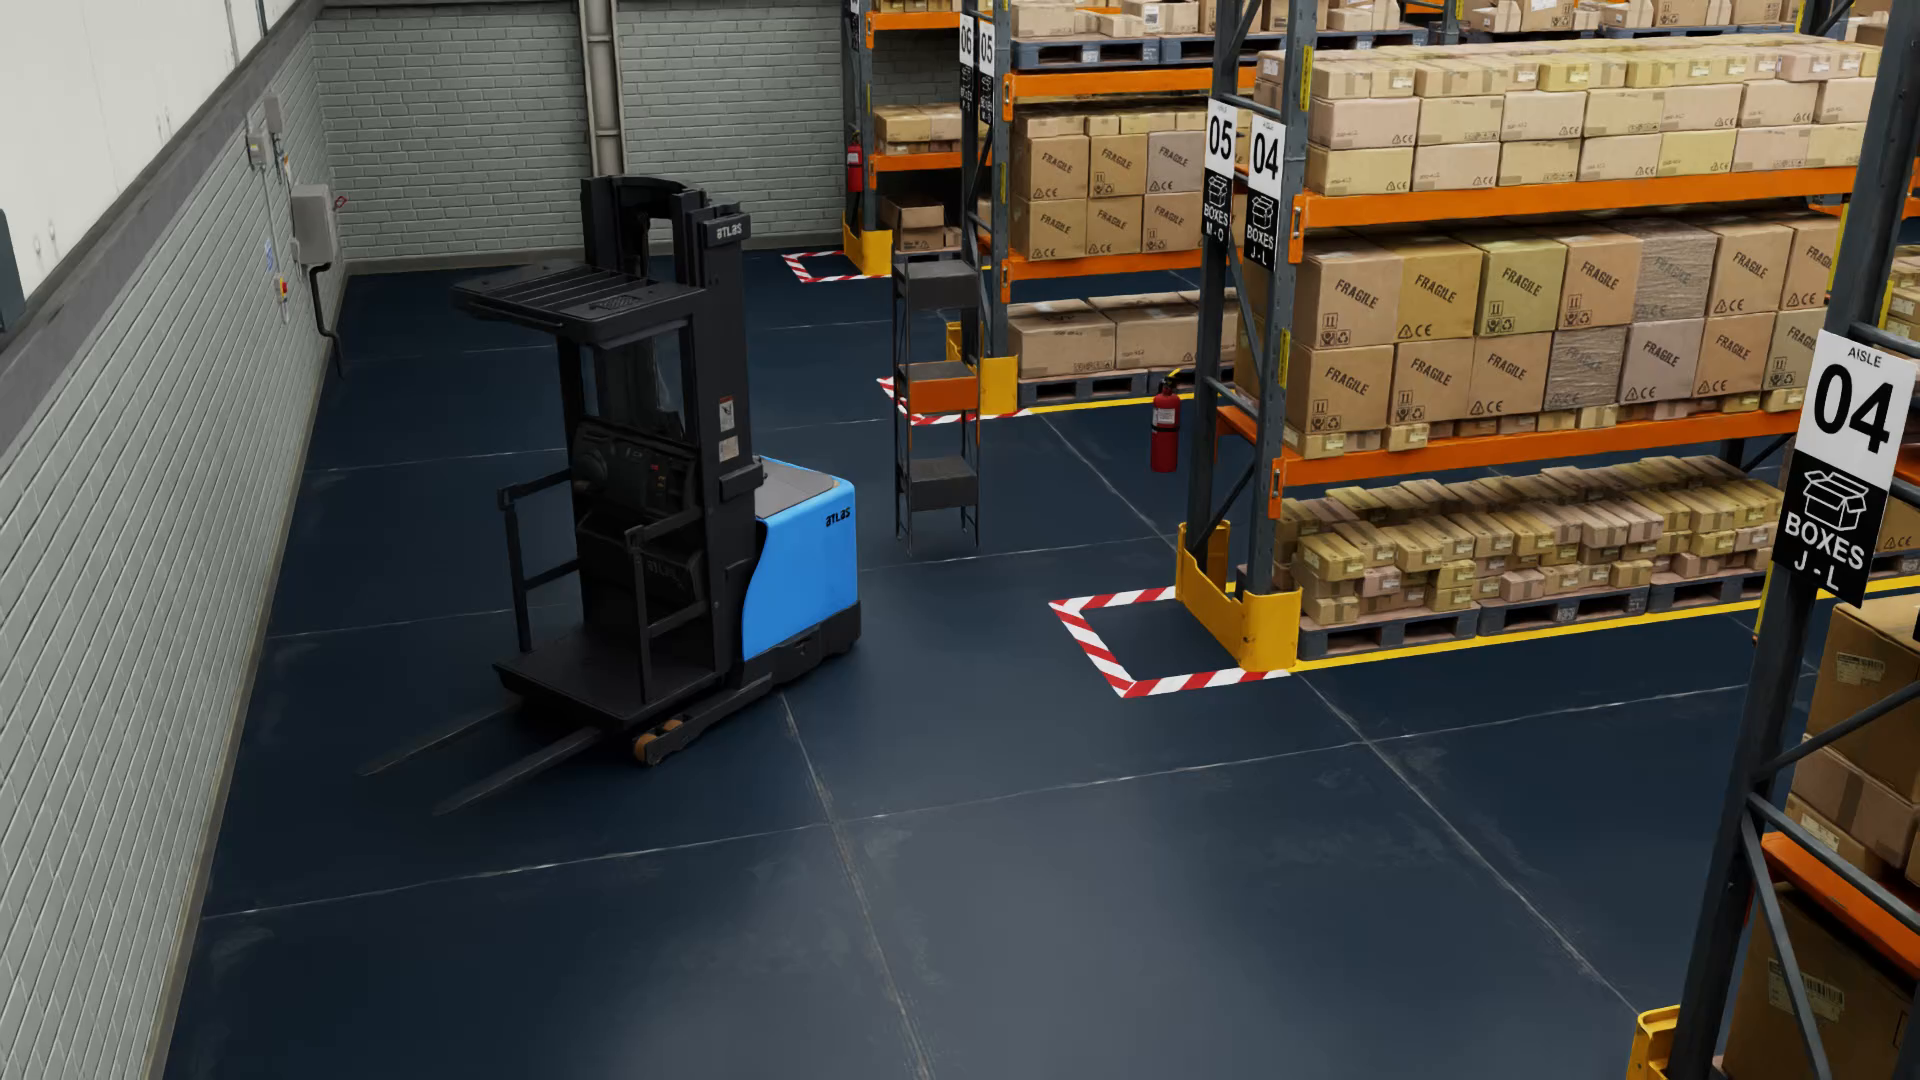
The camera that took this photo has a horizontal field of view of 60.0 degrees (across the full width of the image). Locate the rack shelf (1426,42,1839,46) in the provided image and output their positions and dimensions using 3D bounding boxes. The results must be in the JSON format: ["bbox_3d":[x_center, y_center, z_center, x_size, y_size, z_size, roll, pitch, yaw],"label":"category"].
[{"bbox_3d":[5.984,-4.370,15.238,4.000,0.370,1.077,-6,24,-14],"label":"rack shelf"}]

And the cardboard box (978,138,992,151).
[{"bbox_3d":[0.244,-4.502,18.757,0.250,0.149,0.380,-6,24,-14],"label":"cardboard box"}]

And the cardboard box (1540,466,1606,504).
[{"bbox_3d":[4.082,-0.353,11.098,0.250,0.149,0.380,-6,24,-13],"label":"cardboard box"}]

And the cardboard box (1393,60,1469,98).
[{"bbox_3d":[2.546,-2.506,9.033,0.250,0.149,0.380,-6,24,-14],"label":"cardboard box"}]

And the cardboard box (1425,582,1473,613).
[{"bbox_3d":[2.975,0.295,10.341,0.250,0.149,0.380,-6,24,-14],"label":"cardboard box"}]

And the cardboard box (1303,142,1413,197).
[{"bbox_3d":[2.143,-2.074,9.166,0.500,0.250,0.500,-5,24,-12],"label":"cardboard box"}]

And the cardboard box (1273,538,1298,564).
[{"bbox_3d":[2.073,0.002,10.647,0.250,0.149,0.380,-7,24,-16],"label":"cardboard box"}]

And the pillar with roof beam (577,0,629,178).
[{"bbox_3d":[-2.814,-5.744,13.725,0.400,9.000,9.100,-6,24,-14],"label":"pillar with roof beam"}]

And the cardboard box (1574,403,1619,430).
[{"bbox_3d":[3.795,-0.811,10.156,0.250,0.149,0.380,-6,24,-13],"label":"cardboard box"}]

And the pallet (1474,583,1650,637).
[{"bbox_3d":[3.679,0.258,10.882,1.213,0.211,1.003,-6,24,-14],"label":"pallet"}]

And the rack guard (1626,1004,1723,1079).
[{"bbox_3d":[2.861,2.231,5.916,0.348,0.500,1.175,-6,24,-14],"label":"rack guard"}]

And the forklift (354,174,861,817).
[{"bbox_3d":[-1.895,-0.357,8.865,1.130,2.935,3.031,17,28,34],"label":"forklift"}]

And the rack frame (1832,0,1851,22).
[{"bbox_3d":[7.910,-6.292,15.001,0.127,3.000,1.000,-6,24,-14],"label":"rack frame"}]

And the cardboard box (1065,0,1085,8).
[{"bbox_3d":[1.206,-5.984,18.407,0.250,0.149,0.380,-6,24,-14],"label":"cardboard box"}]

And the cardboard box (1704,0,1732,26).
[{"bbox_3d":[6.678,-4.765,14.884,0.258,0.266,0.396,-7,24,-16],"label":"cardboard box"}]

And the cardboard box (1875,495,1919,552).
[{"bbox_3d":[6.276,-0.262,11.195,0.500,0.500,0.500,-5,24,-12],"label":"cardboard box"}]

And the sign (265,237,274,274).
[{"bbox_3d":[-5.261,-2.172,12.666,0.001,0.218,0.327,-6,24,-14],"label":"sign"}]

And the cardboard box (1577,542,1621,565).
[{"bbox_3d":[3.994,0.008,10.632,0.250,0.149,0.380,-7,24,-17],"label":"cardboard box"}]

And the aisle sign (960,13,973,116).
[{"bbox_3d":[0.054,-3.987,13.942,0.004,0.787,0.394,-6,24,-14],"label":"aisle sign"}]

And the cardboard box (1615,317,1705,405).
[{"bbox_3d":[4.124,-1.157,10.137,0.500,0.500,0.500,-6,24,-15],"label":"cardboard box"}]

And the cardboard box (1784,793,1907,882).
[{"bbox_3d":[3.138,1.032,5.859,0.250,0.149,0.380,-6,24,-13],"label":"cardboard box"}]

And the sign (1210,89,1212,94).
[{"bbox_3d":[2.868,-5.185,18.933,0.005,0.325,0.100,-6,24,-14],"label":"sign"}]

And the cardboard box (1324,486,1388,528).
[{"bbox_3d":[2.555,-0.204,10.749,0.250,0.149,0.380,-7,24,-16],"label":"cardboard box"}]

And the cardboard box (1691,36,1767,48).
[{"bbox_3d":[4.650,-2.959,10.089,0.250,0.149,0.380,-7,24,-15],"label":"cardboard box"}]

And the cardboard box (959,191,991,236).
[{"bbox_3d":[0.311,-3.716,19.245,0.500,0.500,0.700,-5,24,-12],"label":"cardboard box"}]

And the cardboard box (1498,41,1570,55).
[{"bbox_3d":[3.370,-2.839,9.809,0.250,0.149,0.380,-7,24,-16],"label":"cardboard box"}]

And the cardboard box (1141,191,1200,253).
[{"bbox_3d":[1.721,-2.782,14.304,0.500,0.500,0.500,-6,24,-15],"label":"cardboard box"}]

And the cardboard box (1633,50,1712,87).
[{"bbox_3d":[4.027,-2.678,9.433,0.250,0.149,0.380,-6,24,-15],"label":"cardboard box"}]

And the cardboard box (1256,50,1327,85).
[{"bbox_3d":[1.882,-2.683,9.446,0.250,0.149,0.380,-7,24,-15],"label":"cardboard box"}]

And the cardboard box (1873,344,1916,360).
[{"bbox_3d":[5.996,-1.185,10.494,0.250,0.149,0.380,-7,24,-17],"label":"cardboard box"}]

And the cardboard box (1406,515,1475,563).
[{"bbox_3d":[2.964,-0.008,10.293,0.250,0.149,0.380,-8,24,-17],"label":"cardboard box"}]

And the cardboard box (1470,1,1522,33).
[{"bbox_3d":[4.635,-4.539,14.358,0.258,0.266,0.396,-7,24,-15],"label":"cardboard box"}]

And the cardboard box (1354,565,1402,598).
[{"bbox_3d":[2.494,0.200,10.185,0.250,0.149,0.380,-6,24,-15],"label":"cardboard box"}]

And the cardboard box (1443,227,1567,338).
[{"bbox_3d":[3.137,-1.506,9.684,0.500,0.500,0.500,-7,24,-16],"label":"cardboard box"}]

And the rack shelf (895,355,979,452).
[{"bbox_3d":[-0.159,-0.935,11.300,0.480,0.518,0.431,-6,24,-14],"label":"rack shelf"}]

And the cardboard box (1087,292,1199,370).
[{"bbox_3d":[1.695,-1.907,15.107,0.875,0.438,0.875,-6,24,-13],"label":"cardboard box"}]

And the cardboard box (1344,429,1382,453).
[{"bbox_3d":[2.276,-0.651,9.783,0.250,0.149,0.380,-5,24,-12],"label":"cardboard box"}]

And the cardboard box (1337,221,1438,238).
[{"bbox_3d":[2.503,-1.653,10.027,0.500,0.500,0.500,-7,24,-16],"label":"cardboard box"}]

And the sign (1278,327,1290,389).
[{"bbox_3d":[1.788,-1.006,9.192,0.005,0.325,0.100,-6,24,-14],"label":"sign"}]

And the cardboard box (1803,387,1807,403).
[{"bbox_3d":[5.281,-1.005,10.608,0.250,0.149,0.380,-7,24,-15],"label":"cardboard box"}]

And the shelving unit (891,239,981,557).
[{"bbox_3d":[-0.159,-0.947,11.295,0.503,2.100,0.431,-6,24,-14],"label":"shelving unit"}]

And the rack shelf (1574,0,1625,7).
[{"bbox_3d":[8.491,-6.680,20.622,4.000,0.370,1.077,-6,24,-14],"label":"rack shelf"}]

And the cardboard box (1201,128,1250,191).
[{"bbox_3d":[2.215,-3.300,14.242,0.500,0.500,0.500,-6,24,-14],"label":"cardboard box"}]

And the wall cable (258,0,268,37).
[{"bbox_3d":[-6.110,-6.091,14.487,0.133,3.039,2.988,-6,24,-14],"label":"wall cable"}]

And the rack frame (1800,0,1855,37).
[{"bbox_3d":[5.493,-3.997,9.653,0.127,3.000,1.000,-6,24,-14],"label":"rack frame"}]

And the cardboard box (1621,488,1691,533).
[{"bbox_3d":[4.477,-0.190,10.717,0.250,0.149,0.380,-6,24,-13],"label":"cardboard box"}]

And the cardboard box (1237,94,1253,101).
[{"bbox_3d":[2.468,-3.822,14.636,0.250,0.149,0.380,-6,24,-15],"label":"cardboard box"}]

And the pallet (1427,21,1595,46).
[{"bbox_3d":[4.928,-4.516,14.908,1.217,0.209,0.805,-7,24,-16],"label":"pallet"}]

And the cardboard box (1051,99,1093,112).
[{"bbox_3d":[0.962,-3.696,14.342,0.250,0.149,0.380,-7,24,-15],"label":"cardboard box"}]

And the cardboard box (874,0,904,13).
[{"bbox_3d":[-0.768,-5.775,17.920,0.250,0.149,0.380,-6,24,-13],"label":"cardboard box"}]

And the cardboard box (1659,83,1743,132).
[{"bbox_3d":[4.112,-2.525,9.584,0.500,0.250,0.500,-5,24,-12],"label":"cardboard box"}]

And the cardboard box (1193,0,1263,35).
[{"bbox_3d":[2.189,-4.504,13.852,0.500,0.500,0.500,-6,24,-13],"label":"cardboard box"}]

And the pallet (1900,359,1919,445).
[{"bbox_3d":[3.596,-0.341,5.049,1.213,0.211,1.003,-6,24,-14],"label":"pallet"}]

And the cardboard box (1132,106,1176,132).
[{"bbox_3d":[1.625,-3.541,13.981,0.250,0.149,0.380,-6,24,-14],"label":"cardboard box"}]

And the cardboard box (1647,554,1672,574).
[{"bbox_3d":[4.411,0.079,10.845,0.250,0.149,0.380,-7,24,-16],"label":"cardboard box"}]

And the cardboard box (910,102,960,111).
[{"bbox_3d":[-0.269,-4.839,19.036,0.500,0.250,0.500,-6,24,-14],"label":"cardboard box"}]

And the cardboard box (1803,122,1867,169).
[{"bbox_3d":[5.093,-2.395,9.913,0.500,0.250,0.500,-6,24,-13],"label":"cardboard box"}]
